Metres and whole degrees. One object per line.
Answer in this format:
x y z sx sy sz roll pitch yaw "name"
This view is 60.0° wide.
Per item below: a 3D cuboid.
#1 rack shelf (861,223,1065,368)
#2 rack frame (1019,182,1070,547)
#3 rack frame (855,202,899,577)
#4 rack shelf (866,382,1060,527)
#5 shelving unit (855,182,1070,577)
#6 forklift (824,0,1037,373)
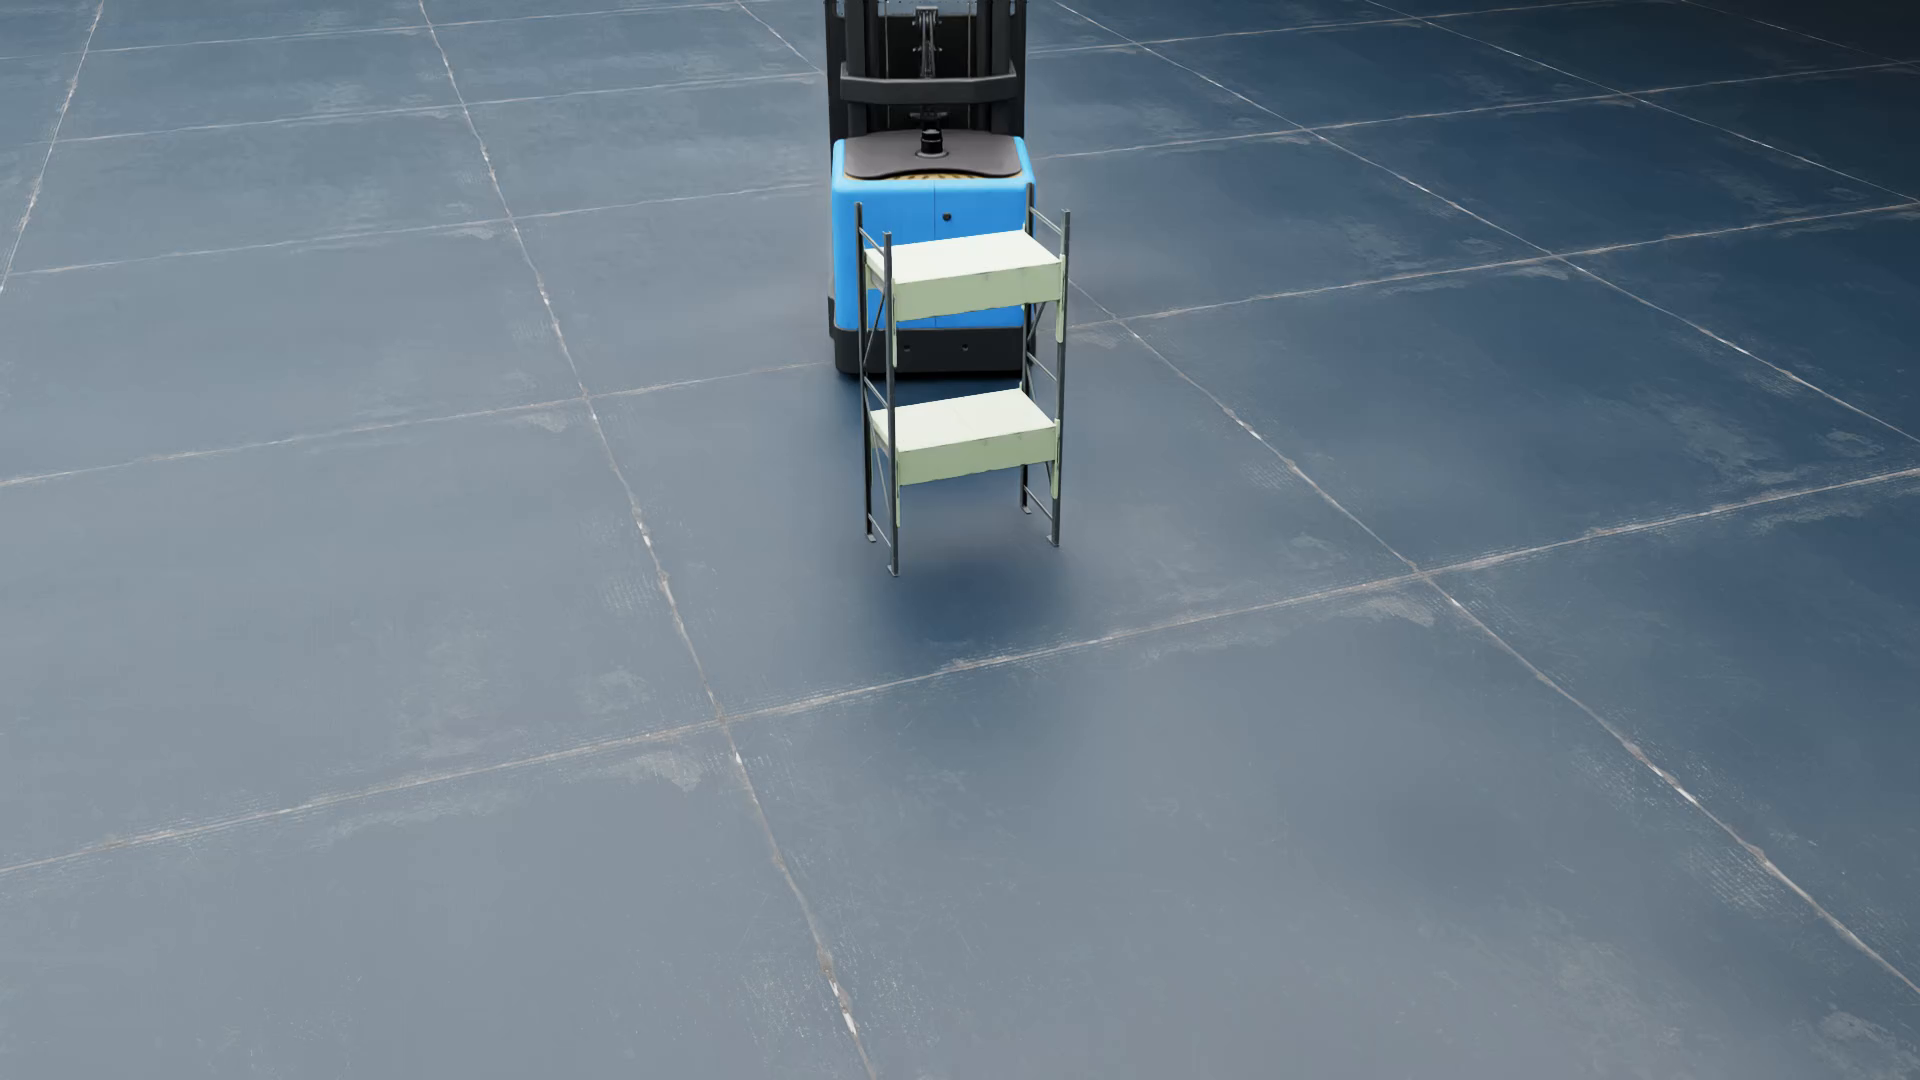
0.006 -0.992 6.688 0.720 0.370 0.431 -10 31 -18 "rack shelf"
0.349 -0.716 6.992 0.023 1.500 0.400 -10 31 -18 "rack frame"
-0.337 -0.590 6.770 0.023 1.500 0.400 -10 31 -18 "rack frame"
0.006 -0.370 7.042 0.720 0.370 0.431 -10 31 -18 "rack shelf"
0.006 -0.653 6.881 0.755 1.500 0.431 -10 31 -18 "shelving unit"
-0.198 -2.832 9.261 1.130 2.935 3.031 -1 30 -2 "forklift"
